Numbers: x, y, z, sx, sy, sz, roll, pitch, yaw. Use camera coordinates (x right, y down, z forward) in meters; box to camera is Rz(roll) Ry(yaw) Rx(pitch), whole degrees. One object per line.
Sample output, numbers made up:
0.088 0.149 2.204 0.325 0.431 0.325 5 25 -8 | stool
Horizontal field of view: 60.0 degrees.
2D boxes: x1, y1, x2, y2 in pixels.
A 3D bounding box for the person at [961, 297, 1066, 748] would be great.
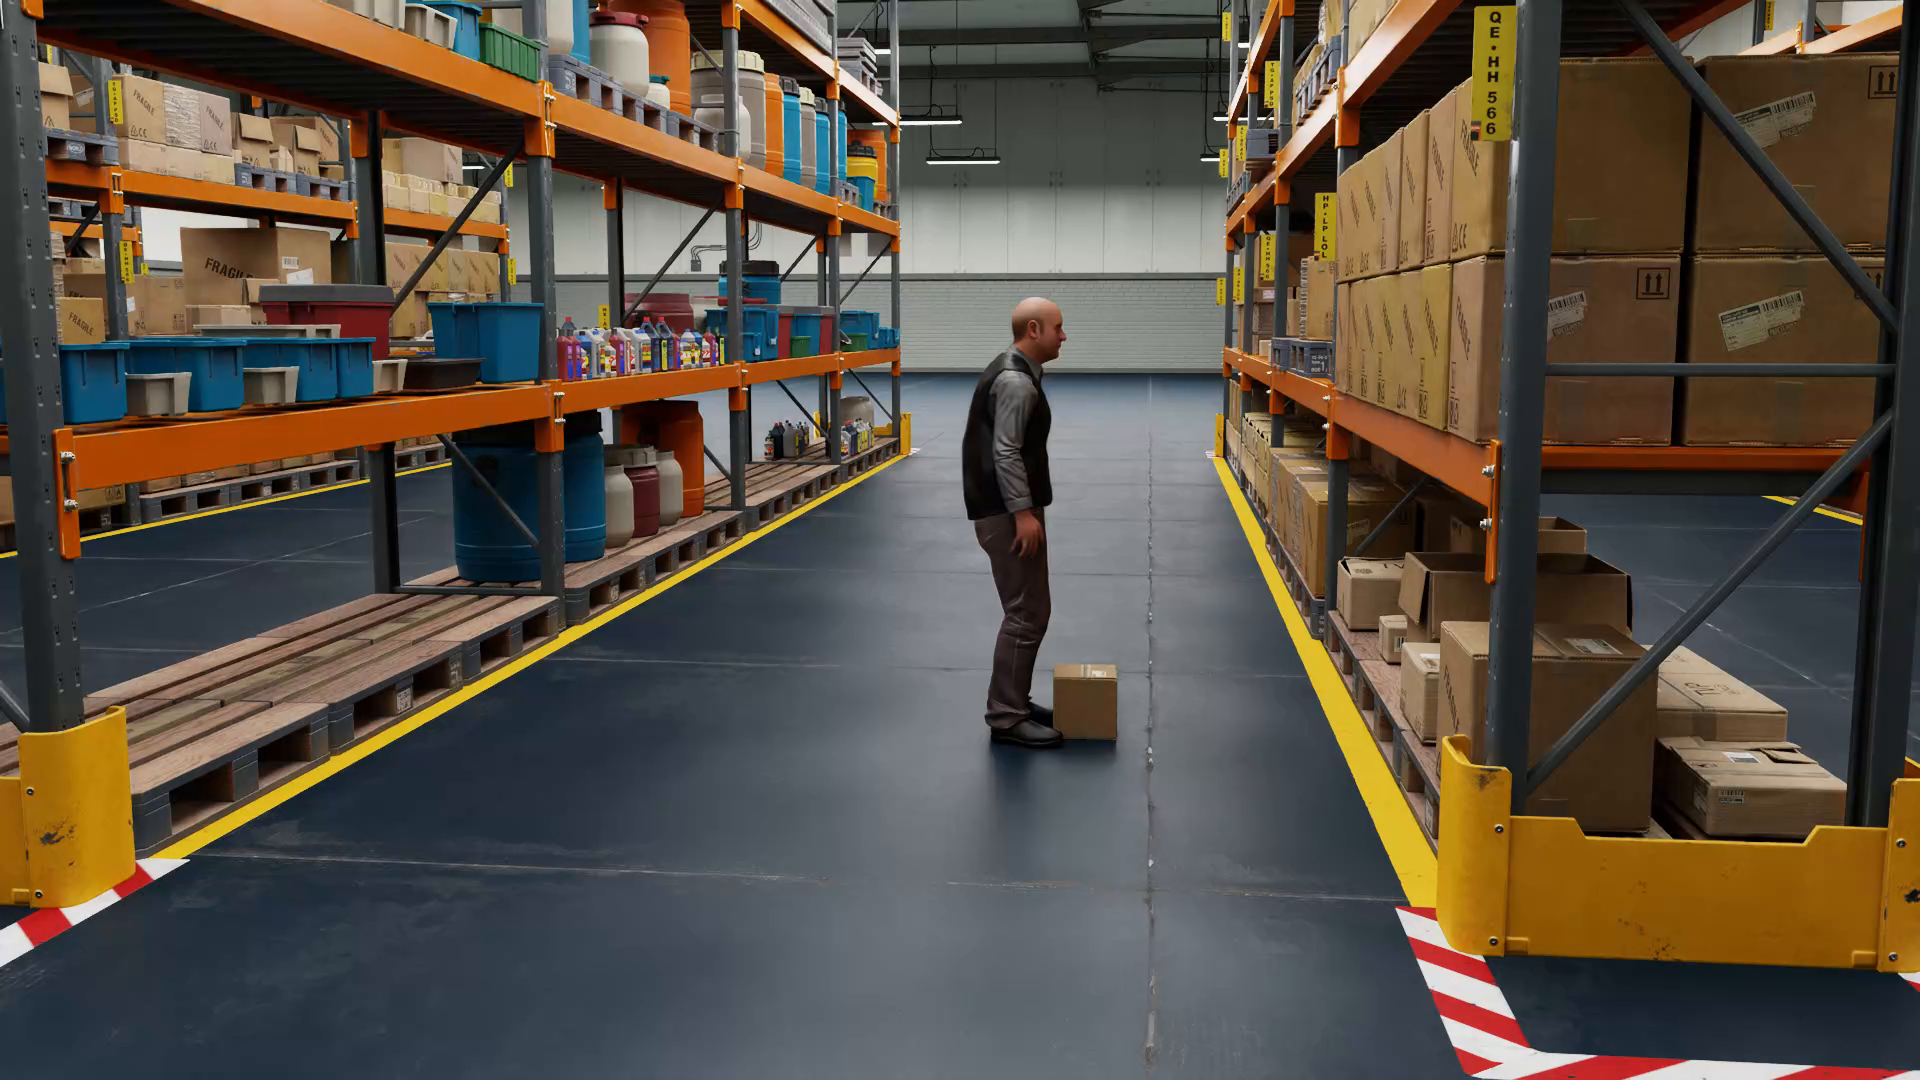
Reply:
0.214 -0.087 6.543 0.417 1.720 0.580 1 8 4 | person
